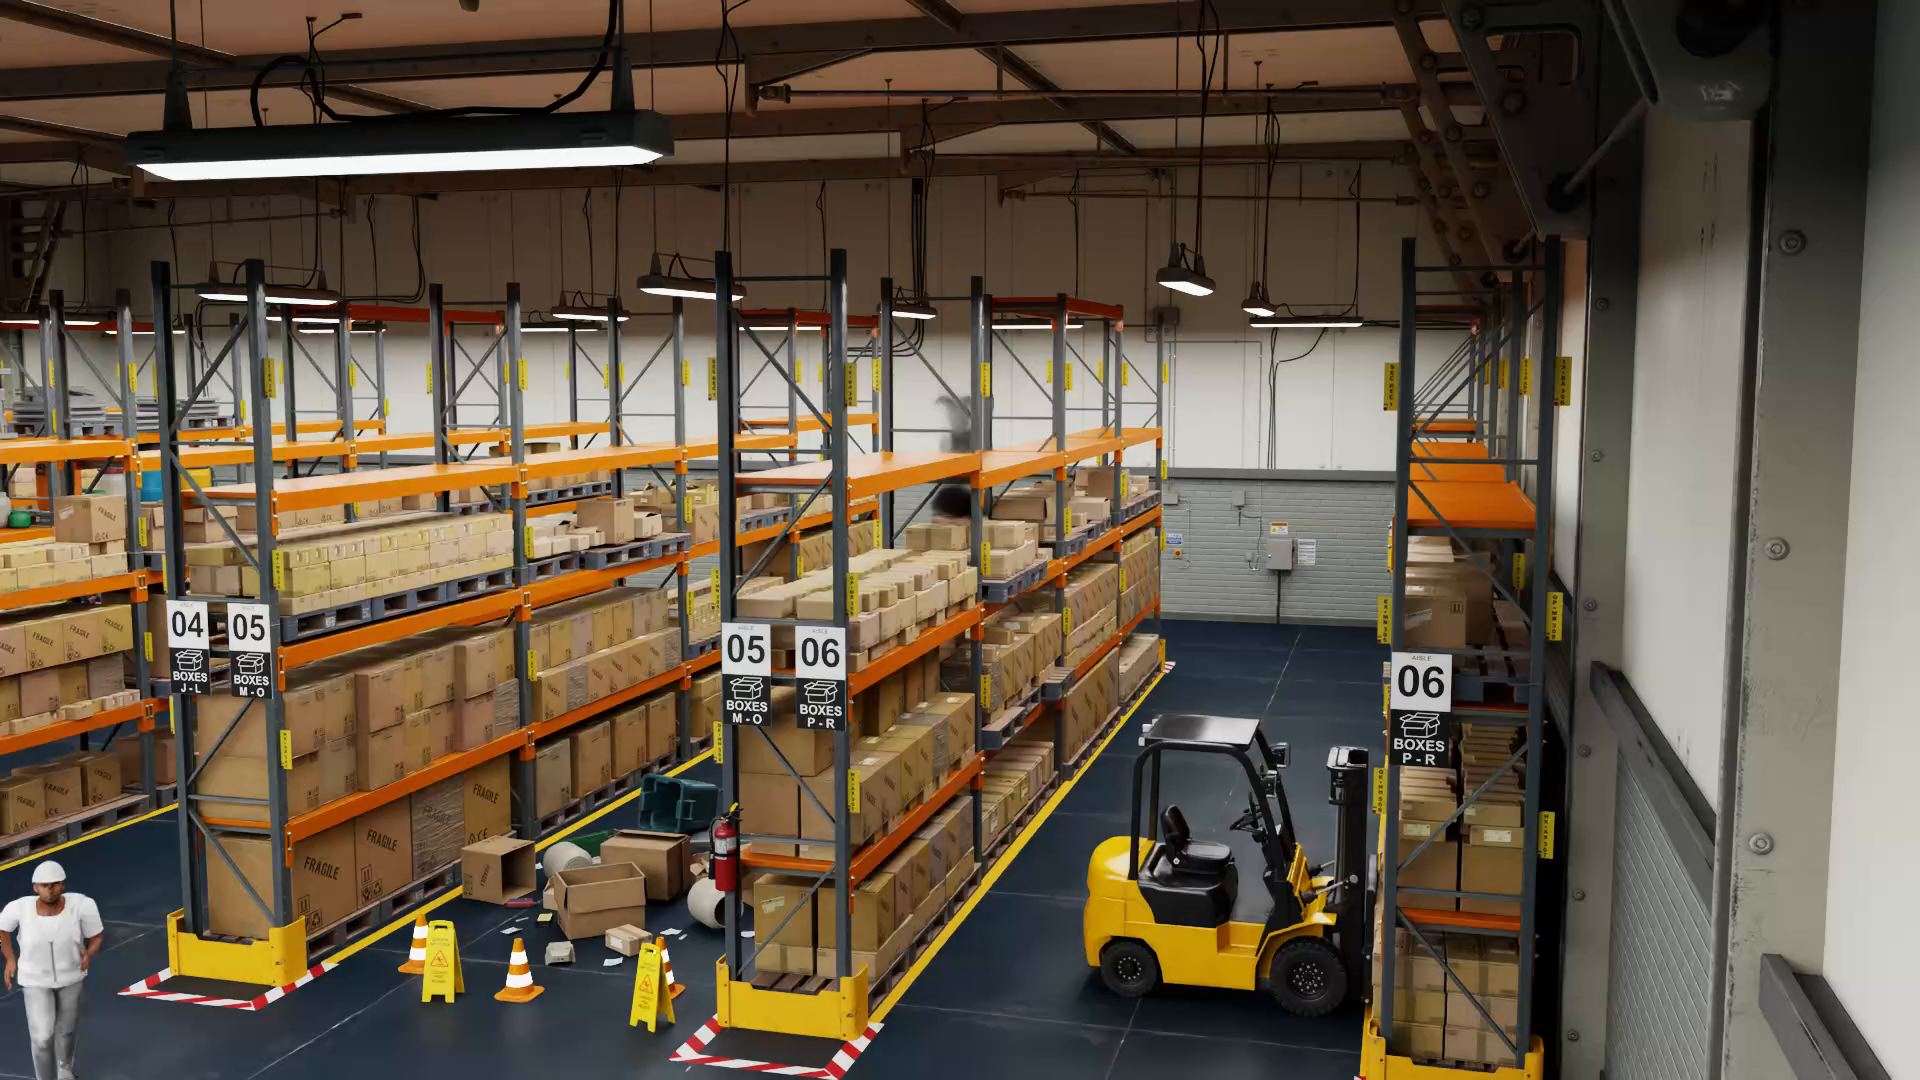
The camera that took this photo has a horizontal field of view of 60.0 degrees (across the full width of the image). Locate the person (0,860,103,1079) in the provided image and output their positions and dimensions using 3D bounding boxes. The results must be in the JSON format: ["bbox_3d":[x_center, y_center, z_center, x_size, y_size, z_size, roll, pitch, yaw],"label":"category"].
[{"bbox_3d":[-6.299,3.097,11.571,0.626,1.813,0.865,-4,8,-36],"label":"person"}]
